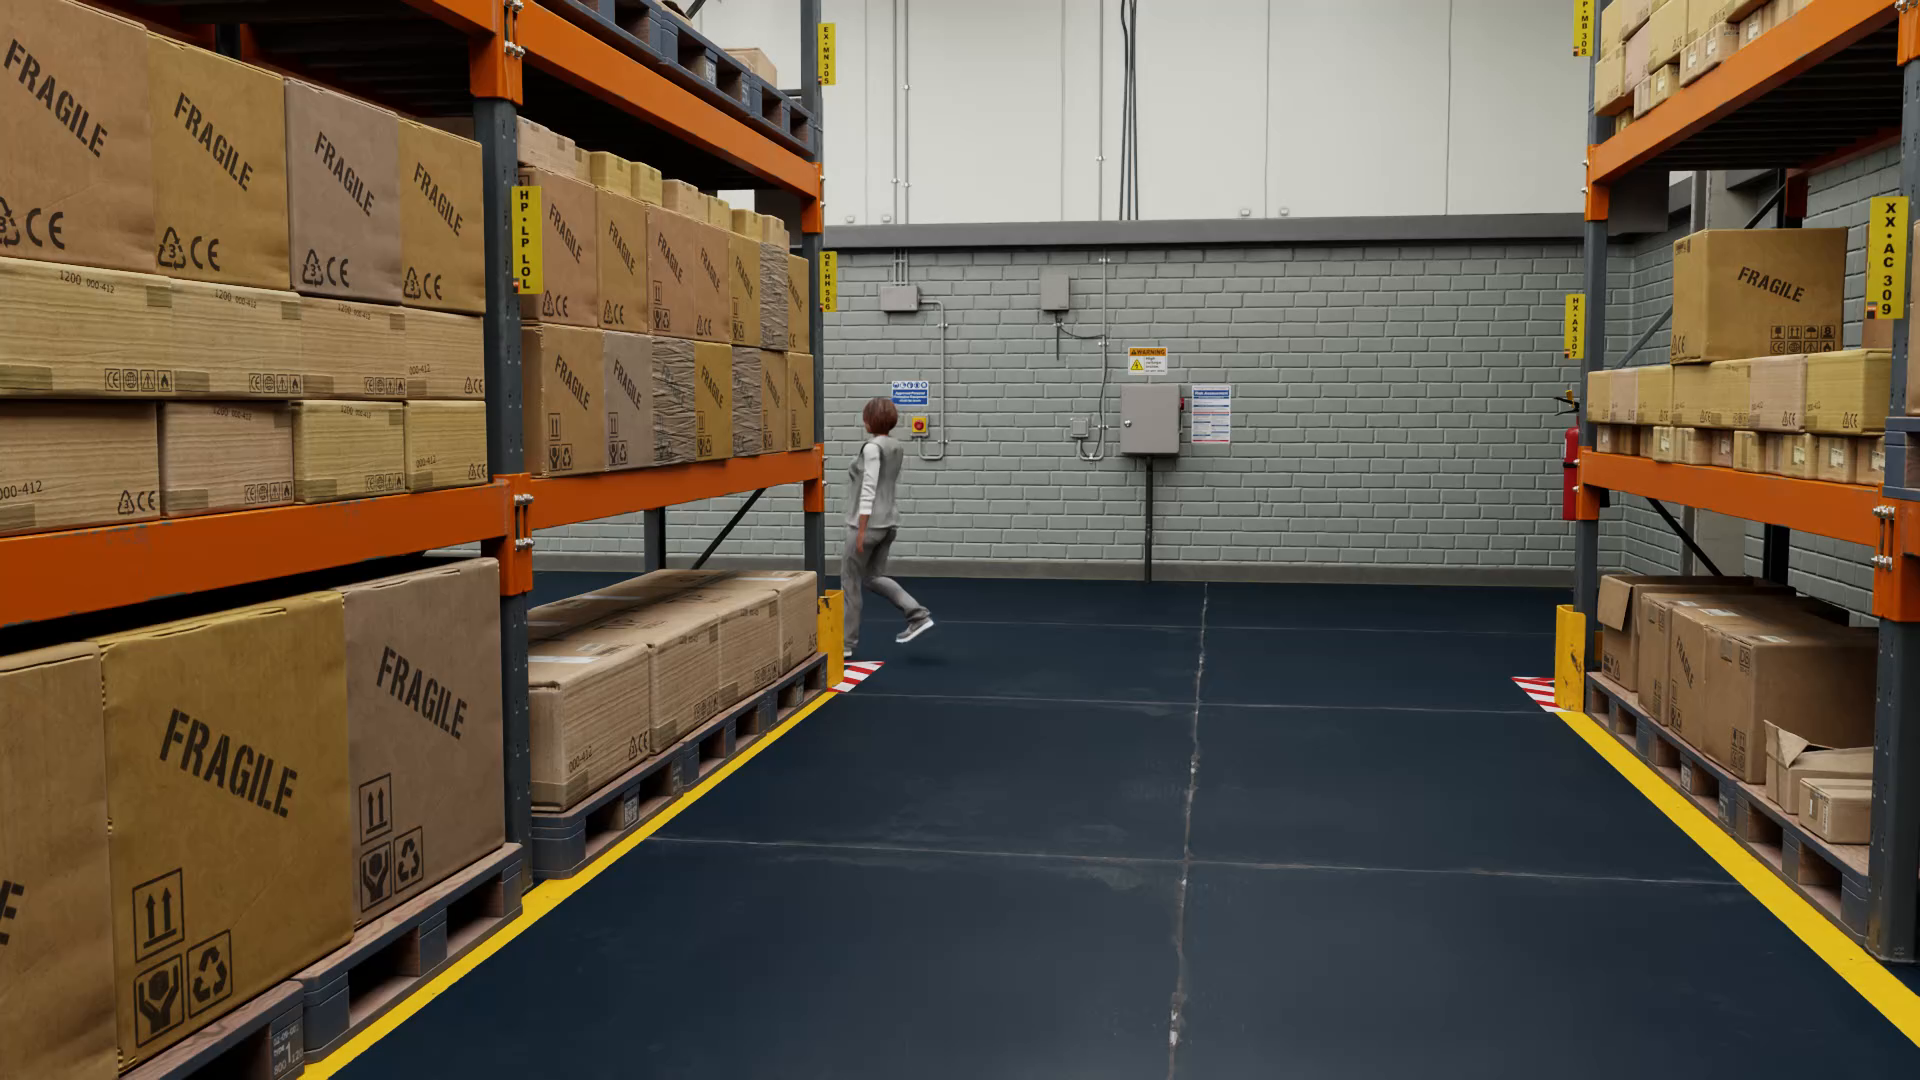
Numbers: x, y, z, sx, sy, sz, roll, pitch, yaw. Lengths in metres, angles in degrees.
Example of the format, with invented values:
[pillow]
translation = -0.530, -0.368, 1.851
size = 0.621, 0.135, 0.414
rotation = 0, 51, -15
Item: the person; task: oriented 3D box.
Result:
[person]
translation = -0.537, -0.080, 10.056
size = 0.742, 1.569, 0.424
rotation = 2, 5, 25
